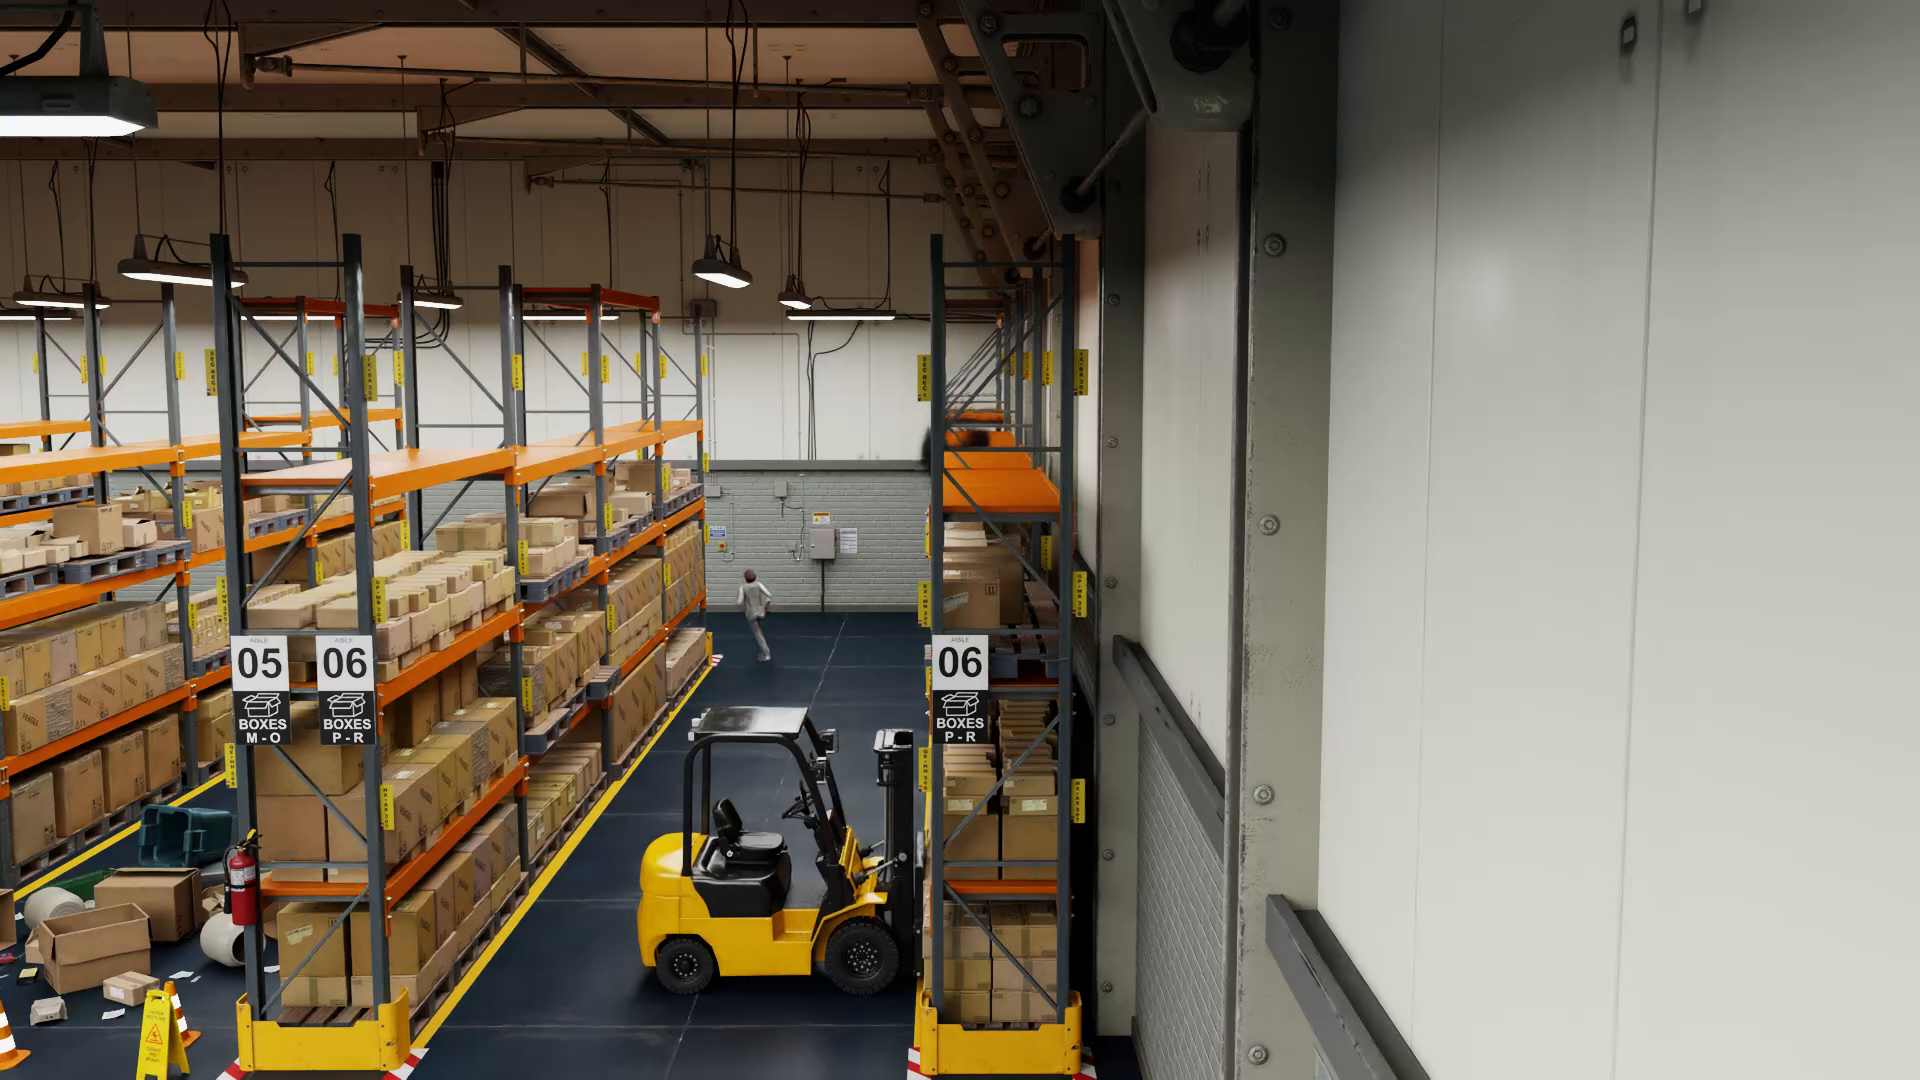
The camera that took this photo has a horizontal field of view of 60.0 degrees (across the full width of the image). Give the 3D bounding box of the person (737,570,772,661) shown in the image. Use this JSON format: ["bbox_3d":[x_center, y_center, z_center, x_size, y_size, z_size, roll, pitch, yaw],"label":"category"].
[{"bbox_3d":[-3.462,1.350,27.967,0.510,1.531,0.662,-4,7,-31],"label":"person"}]
